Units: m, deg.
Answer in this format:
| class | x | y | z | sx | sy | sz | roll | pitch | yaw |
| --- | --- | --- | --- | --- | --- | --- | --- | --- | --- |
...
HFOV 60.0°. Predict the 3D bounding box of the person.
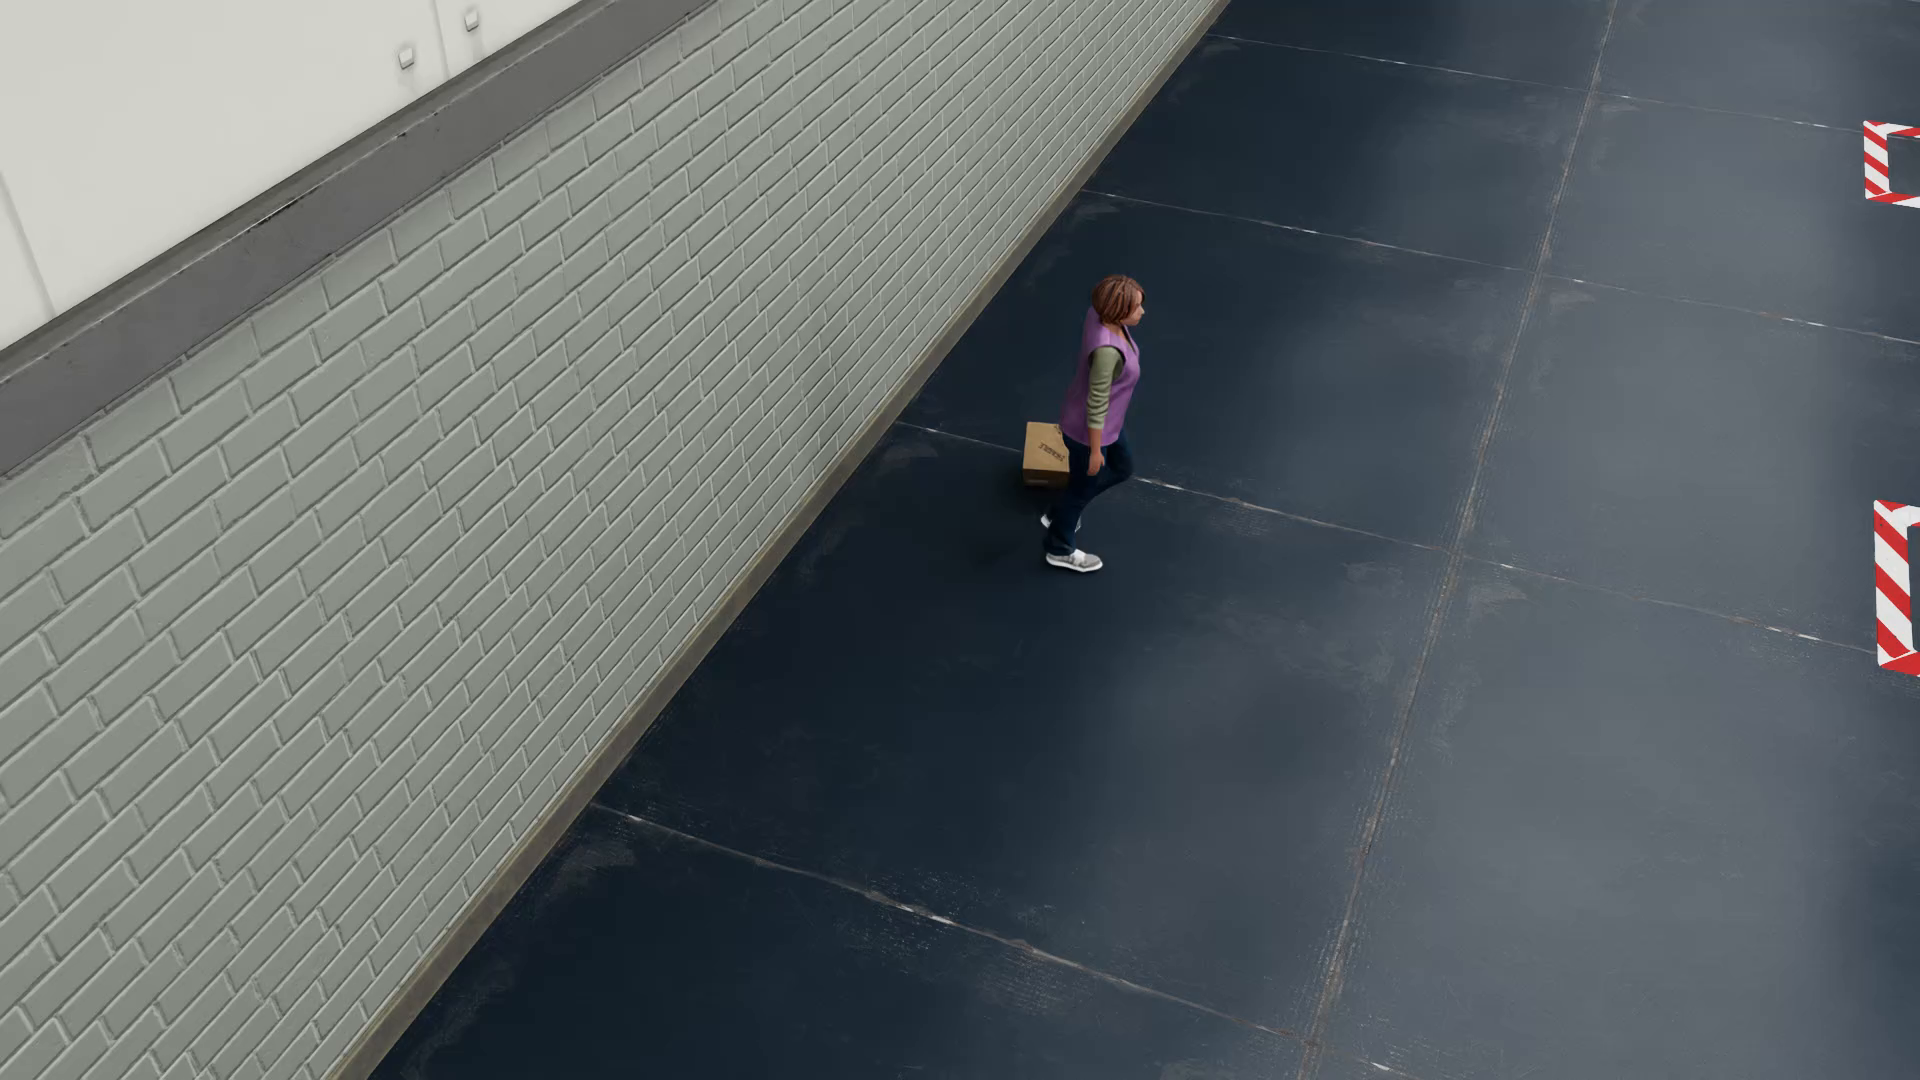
| class | x | y | z | sx | sy | sz | roll | pitch | yaw |
| --- | --- | --- | --- | --- | --- | --- | --- | --- | --- |
| person | 0.584 | -0.506 | 7.453 | 0.421 | 1.588 | 0.465 | 5 | 38 | 6 |
